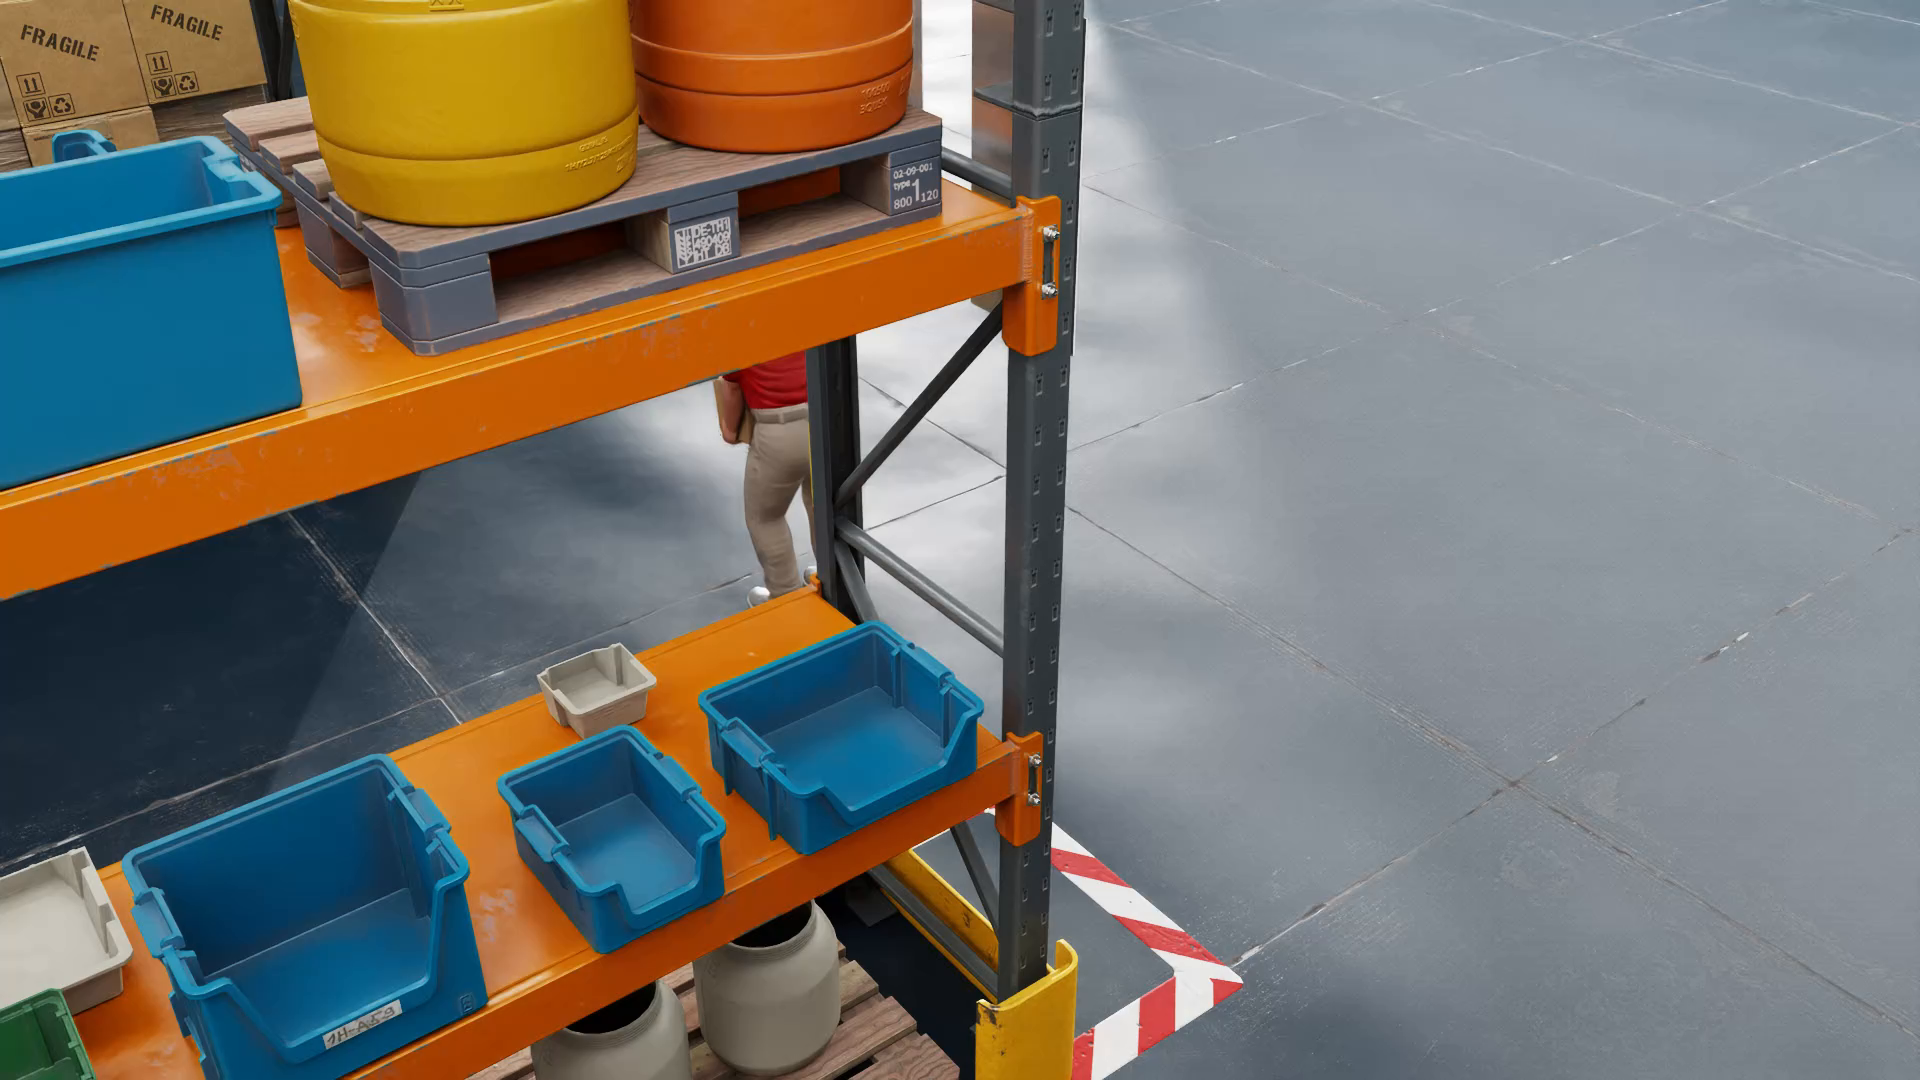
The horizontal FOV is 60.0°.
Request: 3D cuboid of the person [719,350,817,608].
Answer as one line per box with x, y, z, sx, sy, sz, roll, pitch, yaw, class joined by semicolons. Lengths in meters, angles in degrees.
-0.751;-0.459;6.938;0.481;1.684;0.590;-23;39;-32;person
